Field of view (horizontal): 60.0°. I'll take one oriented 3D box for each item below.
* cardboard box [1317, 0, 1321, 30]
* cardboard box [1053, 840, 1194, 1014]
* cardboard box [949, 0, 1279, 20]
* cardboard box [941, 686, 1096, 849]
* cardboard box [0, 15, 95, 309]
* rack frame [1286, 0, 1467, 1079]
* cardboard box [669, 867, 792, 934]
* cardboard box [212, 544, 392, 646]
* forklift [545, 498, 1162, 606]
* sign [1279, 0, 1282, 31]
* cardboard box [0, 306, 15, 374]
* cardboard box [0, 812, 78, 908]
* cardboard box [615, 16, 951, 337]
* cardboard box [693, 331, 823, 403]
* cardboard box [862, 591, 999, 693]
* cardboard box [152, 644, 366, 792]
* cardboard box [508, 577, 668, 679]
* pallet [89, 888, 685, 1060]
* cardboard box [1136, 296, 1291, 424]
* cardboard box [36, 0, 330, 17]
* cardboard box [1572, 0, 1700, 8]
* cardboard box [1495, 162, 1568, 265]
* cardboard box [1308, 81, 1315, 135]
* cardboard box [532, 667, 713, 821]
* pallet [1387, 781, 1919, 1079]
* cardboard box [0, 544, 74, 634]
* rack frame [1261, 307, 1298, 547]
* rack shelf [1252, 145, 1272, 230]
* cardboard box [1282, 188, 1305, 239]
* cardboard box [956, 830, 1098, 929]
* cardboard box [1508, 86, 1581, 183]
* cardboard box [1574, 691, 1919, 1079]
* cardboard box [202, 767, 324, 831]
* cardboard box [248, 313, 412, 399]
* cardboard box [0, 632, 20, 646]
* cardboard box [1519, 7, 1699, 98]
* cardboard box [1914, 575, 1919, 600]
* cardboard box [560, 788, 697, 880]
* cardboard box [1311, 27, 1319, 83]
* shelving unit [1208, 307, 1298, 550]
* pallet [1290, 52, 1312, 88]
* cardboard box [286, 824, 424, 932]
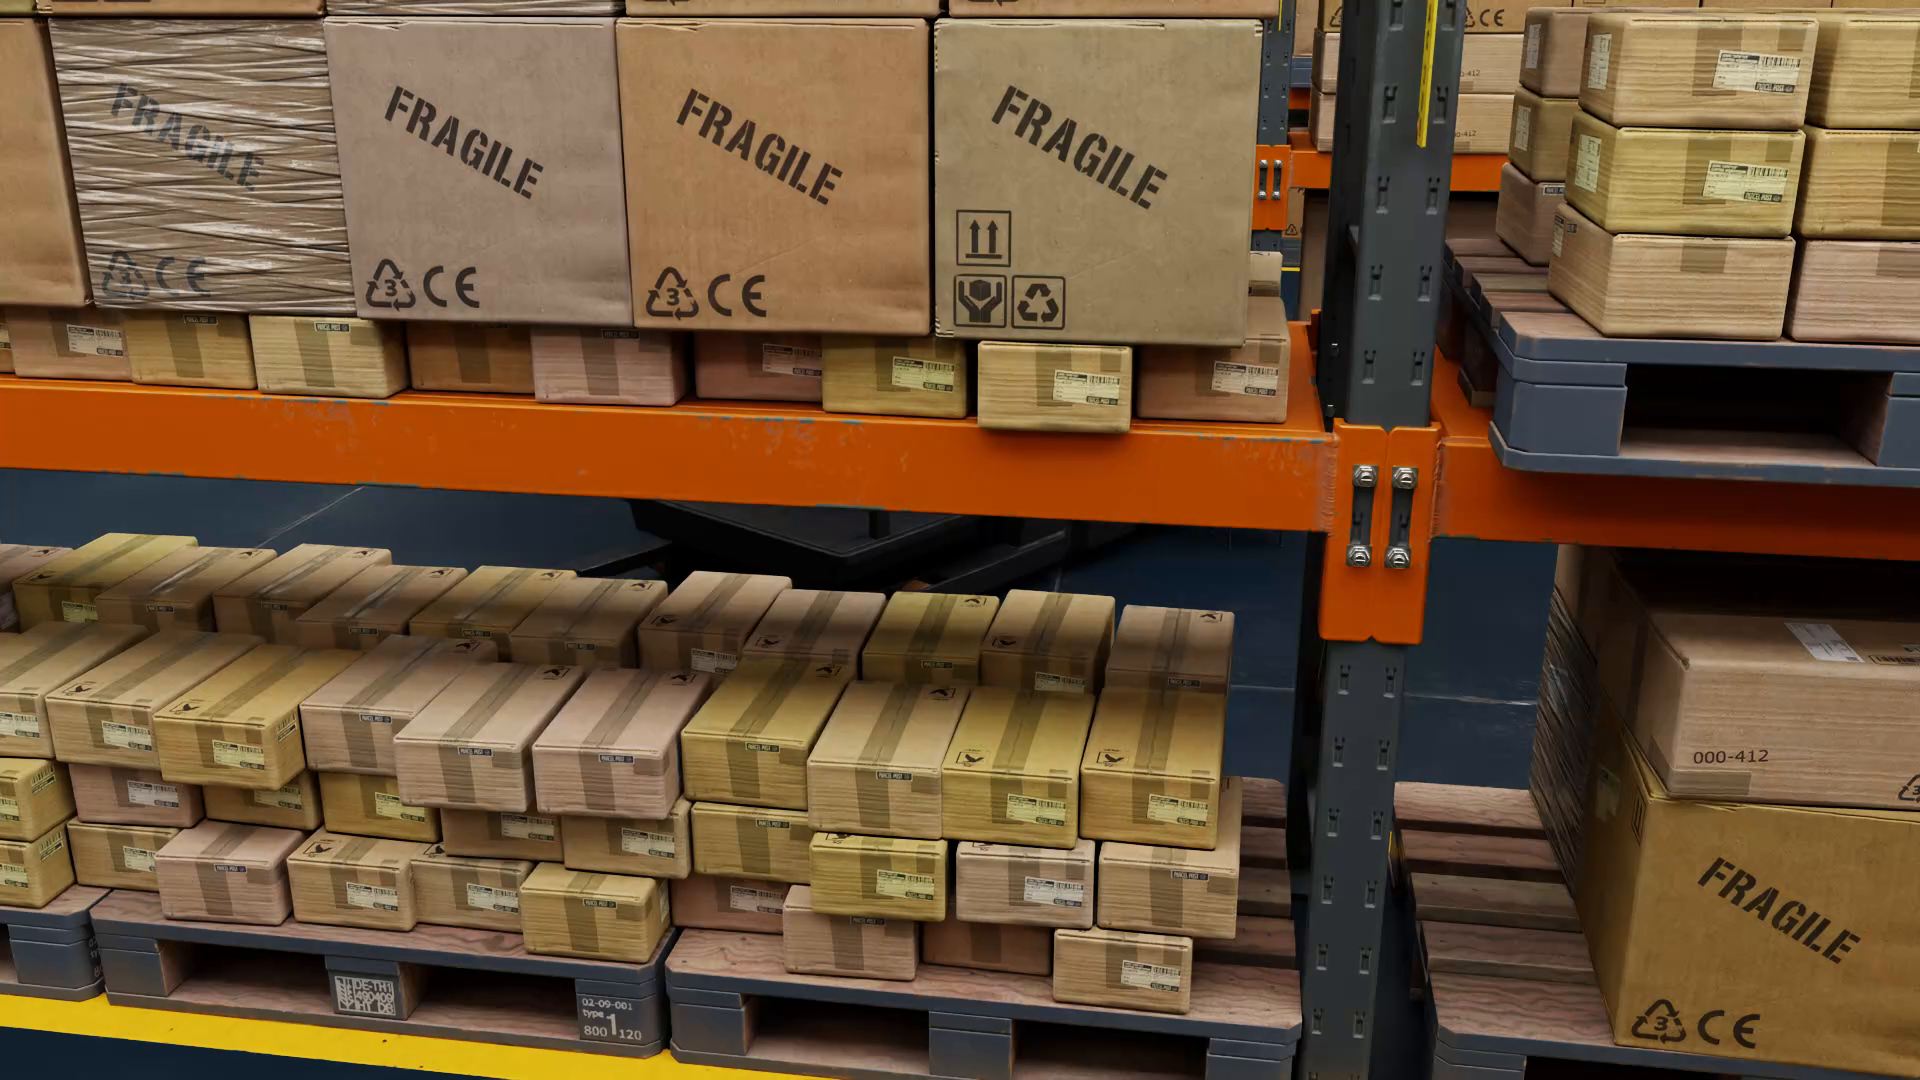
[{"bbox_3d":[1.935,-2.639,7.731,0.500,0.500,0.500,4,19,10],"label":"cardboard box"},{"bbox_3d":[0.327,0.734,3.213,0.250,0.149,0.380,3,19,9],"label":"cardboard box"},{"bbox_3d":[0.261,-1.107,2.683,0.500,0.500,0.500,2,19,7],"label":"cardboard box"},{"bbox_3d":[0.117,0.428,3.190,0.250,0.149,0.380,3,19,9],"label":"cardboard box"},{"bbox_3d":[-1.768,-0.739,3.157,0.500,0.500,0.500,3,19,9],"label":"cardboard box"},{"bbox_3d":[0.768,-0.506,3.087,0.127,3.000,1.000,3,19,9],"label":"rack frame"},{"bbox_3d":[-0.428,0.650,3.463,0.250,0.149,0.380,2,19,7],"label":"cardboard box"},{"bbox_3d":[-1.584,0.144,4.040,0.250,0.149,0.380,4,19,11],"label":"cardboard box"},{"bbox_3d":[-0.451,-1.225,5.344,1.130,2.935,3.031,15,24,39],"label":"forklift"},{"bbox_3d":[1.367,-2.336,7.067,0.005,0.325,0.100,3,19,9],"label":"sign"},{"bbox_3d":[-1.857,-0.447,3.309,0.250,0.149,0.380,3,19,8],"label":"cardboard box"},{"bbox_3d":[-1.962,0.618,3.561,0.250,0.149,0.380,3,19,9],"label":"cardboard box"},{"bbox_3d":[-0.267,-0.657,2.912,0.500,0.500,0.500,2,19,7],"label":"cardboard box"},{"bbox_3d":[-0.321,-0.373,3.087,0.250,0.149,0.380,2,19,7],"label":"cardboard box"},{"bbox_3d":[-0.059,0.253,3.713,0.250,0.149,0.380,3,19,8],"label":"cardboard box"},{"bbox_3d":[-1.415,0.357,3.404,0.250,0.149,0.380,3,19,9],"label":"cardboard box"},{"bbox_3d":[-0.841,0.221,3.809,0.250,0.149,0.380,2,19,6],"label":"cardboard box"},{"bbox_3d":[-1.109,0.733,3.779,1.213,0.211,1.003,3,19,9],"label":"pallet"},{"bbox_3d":[0.449,-0.328,2.951,0.250,0.149,0.380,3,19,8],"label":"cardboard box"},{"bbox_3d":[-1.267,-1.183,2.909,0.500,0.500,0.500,2,19,7],"label":"cardboard box"},{"bbox_3d":[2.844,-2.428,7.099,0.500,0.500,0.500,2,19,7],"label":"cardboard box"},{"bbox_3d":[1.192,-0.628,3.186,0.250,0.149,0.380,2,19,7],"label":"cardboard box"},{"bbox_3d":[1.936,-2.047,7.930,0.500,0.250,0.500,2,19,7],"label":"cardboard box"},{"bbox_3d":[-0.656,0.396,3.287,0.250,0.149,0.380,2,19,6],"label":"cardboard box"},{"bbox_3d":[1.537,0.855,3.414,1.213,0.211,1.003,3,19,9],"label":"pallet"},{"bbox_3d":[-2.379,0.142,4.046,0.250,0.149,0.380,3,19,10],"label":"cardboard box"},{"bbox_3d":[1.182,-0.437,6.191,0.006,0.900,0.240,-3,19,-10],"label":"rack frame"},{"bbox_3d":[-0.521,-1.821,8.152,4.000,0.370,1.077,3,19,9],"label":"rack shelf"},{"bbox_3d":[2.679,-2.536,12.432,0.500,0.500,0.500,4,19,11],"label":"cardboard box"},{"bbox_3d":[0.138,0.580,3.204,0.250,0.149,0.380,2,19,6],"label":"cardboard box"},{"bbox_3d":[1.192,-0.769,3.138,0.250,0.149,0.380,3,19,10],"label":"cardboard box"},{"bbox_3d":[1.456,0.601,3.058,0.500,0.500,0.500,4,19,11],"label":"cardboard box"},{"bbox_3d":[-1.400,0.459,3.567,0.250,0.149,0.380,4,19,11],"label":"cardboard box"},{"bbox_3d":[-1.106,-0.384,3.119,0.250,0.149,0.380,3,19,10],"label":"cardboard box"},{"bbox_3d":[-2.198,0.325,3.497,0.250,0.149,0.380,3,19,9],"label":"cardboard box"},{"bbox_3d":[1.195,-0.909,3.088,0.250,0.149,0.380,4,19,11],"label":"cardboard box"},{"bbox_3d":[1.982,0.271,2.862,0.500,0.250,0.500,3,19,10],"label":"cardboard box"},{"bbox_3d":[-0.617,0.522,3.378,0.250,0.149,0.380,3,19,10],"label":"cardboard box"},{"bbox_3d":[1.927,-2.282,7.843,0.500,0.250,0.500,3,19,9],"label":"cardboard box"},{"bbox_3d":[1.081,-0.431,6.174,0.210,0.900,0.258,-3,19,-10],"label":"shelving unit"},{"bbox_3d":[3.009,-3.451,12.193,1.213,0.211,1.003,3,19,9],"label":"pallet"},{"bbox_3d":[-1.185,0.646,3.476,0.250,0.149,0.380,3,19,9],"label":"cardboard box"}]
